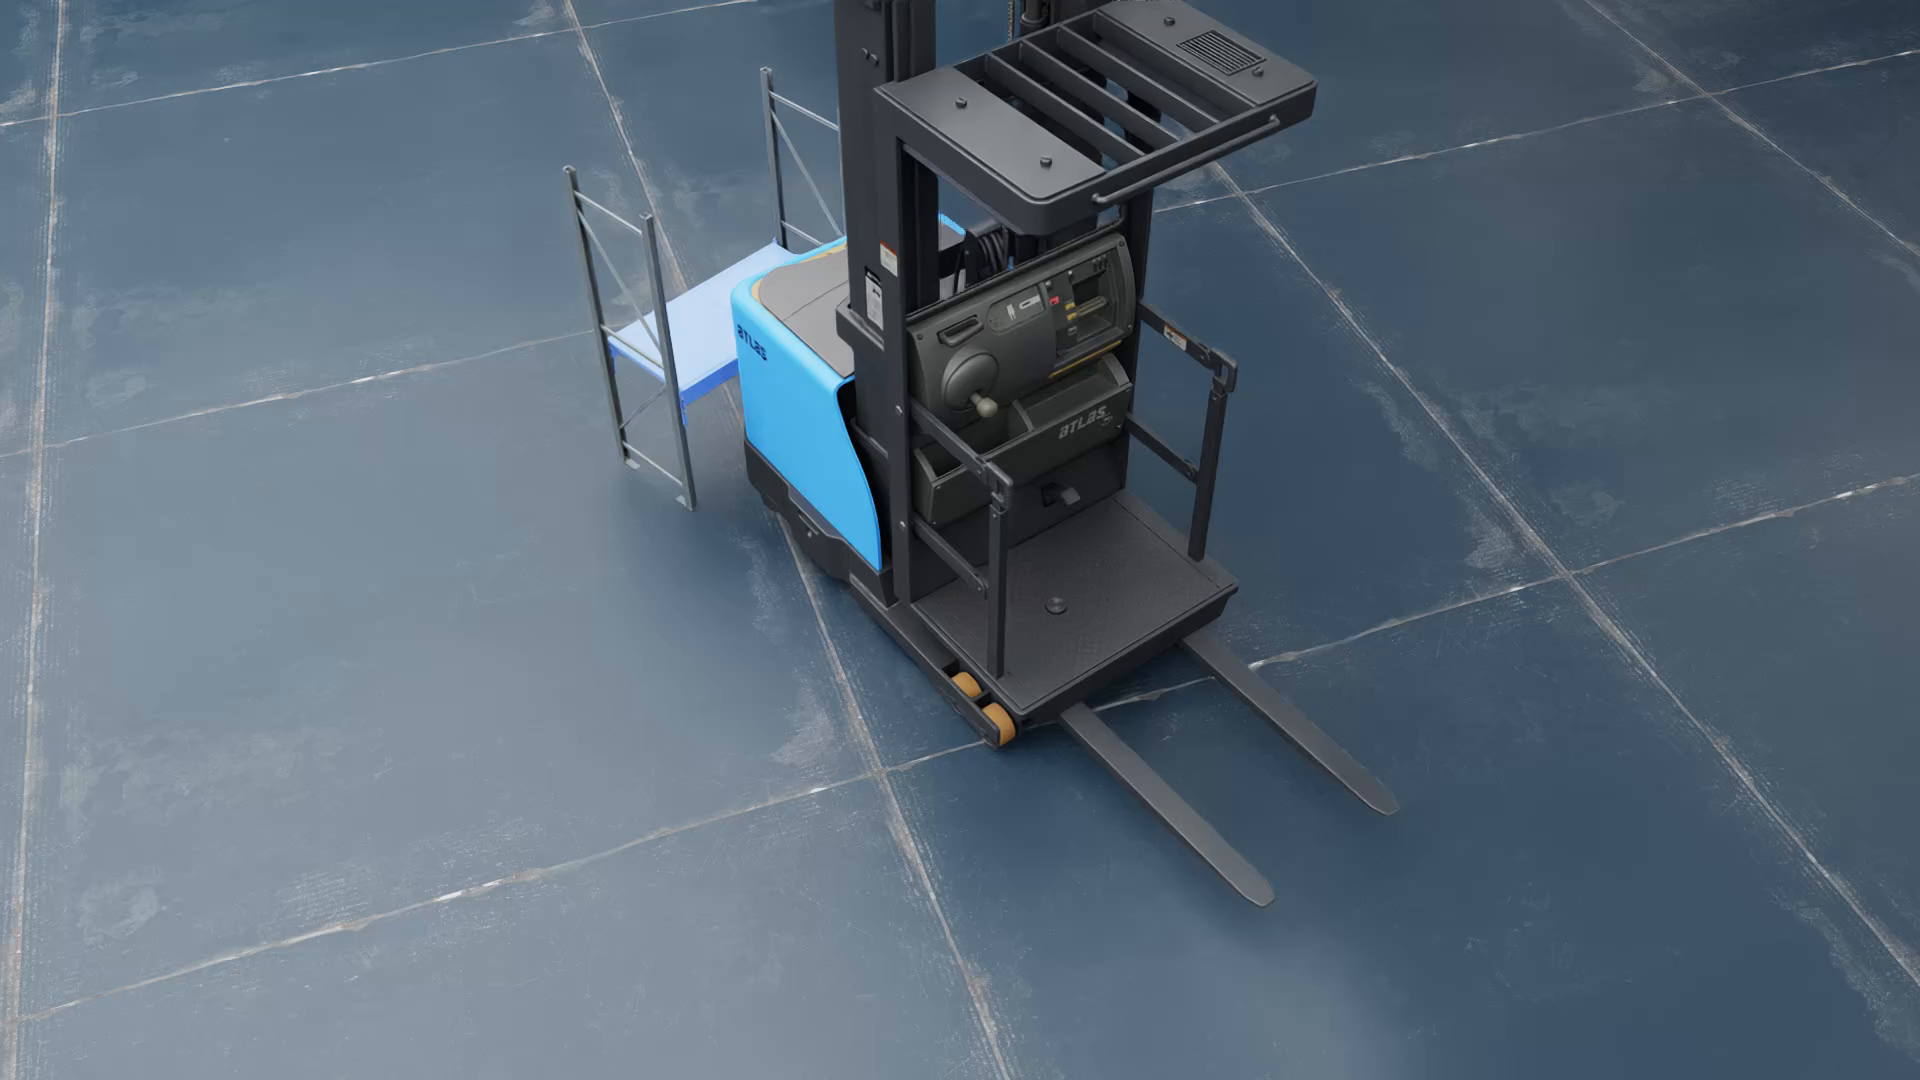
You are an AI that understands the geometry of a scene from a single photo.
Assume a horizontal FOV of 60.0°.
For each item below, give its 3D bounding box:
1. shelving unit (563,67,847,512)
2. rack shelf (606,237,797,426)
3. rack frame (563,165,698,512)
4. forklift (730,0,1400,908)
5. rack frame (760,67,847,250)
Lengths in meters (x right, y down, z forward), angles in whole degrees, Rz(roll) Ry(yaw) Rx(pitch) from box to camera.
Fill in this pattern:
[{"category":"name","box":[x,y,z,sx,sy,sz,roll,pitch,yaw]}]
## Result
[{"category":"shelving unit","box":[-0.981,-1.043,7.040,0.538,1.500,1.048,33,54,29]},{"category":"rack shelf","box":[-0.981,-0.916,7.167,0.538,0.185,1.000,33,54,29]},{"category":"rack frame","box":[-1.327,-0.779,6.777,0.500,1.500,0.032,33,54,29]},{"category":"forklift","box":[0.363,-0.654,5.641,1.130,2.935,3.031,-28,51,-25]},{"category":"rack frame","box":[-0.635,-1.306,7.302,0.500,1.500,0.032,33,54,29]}]
